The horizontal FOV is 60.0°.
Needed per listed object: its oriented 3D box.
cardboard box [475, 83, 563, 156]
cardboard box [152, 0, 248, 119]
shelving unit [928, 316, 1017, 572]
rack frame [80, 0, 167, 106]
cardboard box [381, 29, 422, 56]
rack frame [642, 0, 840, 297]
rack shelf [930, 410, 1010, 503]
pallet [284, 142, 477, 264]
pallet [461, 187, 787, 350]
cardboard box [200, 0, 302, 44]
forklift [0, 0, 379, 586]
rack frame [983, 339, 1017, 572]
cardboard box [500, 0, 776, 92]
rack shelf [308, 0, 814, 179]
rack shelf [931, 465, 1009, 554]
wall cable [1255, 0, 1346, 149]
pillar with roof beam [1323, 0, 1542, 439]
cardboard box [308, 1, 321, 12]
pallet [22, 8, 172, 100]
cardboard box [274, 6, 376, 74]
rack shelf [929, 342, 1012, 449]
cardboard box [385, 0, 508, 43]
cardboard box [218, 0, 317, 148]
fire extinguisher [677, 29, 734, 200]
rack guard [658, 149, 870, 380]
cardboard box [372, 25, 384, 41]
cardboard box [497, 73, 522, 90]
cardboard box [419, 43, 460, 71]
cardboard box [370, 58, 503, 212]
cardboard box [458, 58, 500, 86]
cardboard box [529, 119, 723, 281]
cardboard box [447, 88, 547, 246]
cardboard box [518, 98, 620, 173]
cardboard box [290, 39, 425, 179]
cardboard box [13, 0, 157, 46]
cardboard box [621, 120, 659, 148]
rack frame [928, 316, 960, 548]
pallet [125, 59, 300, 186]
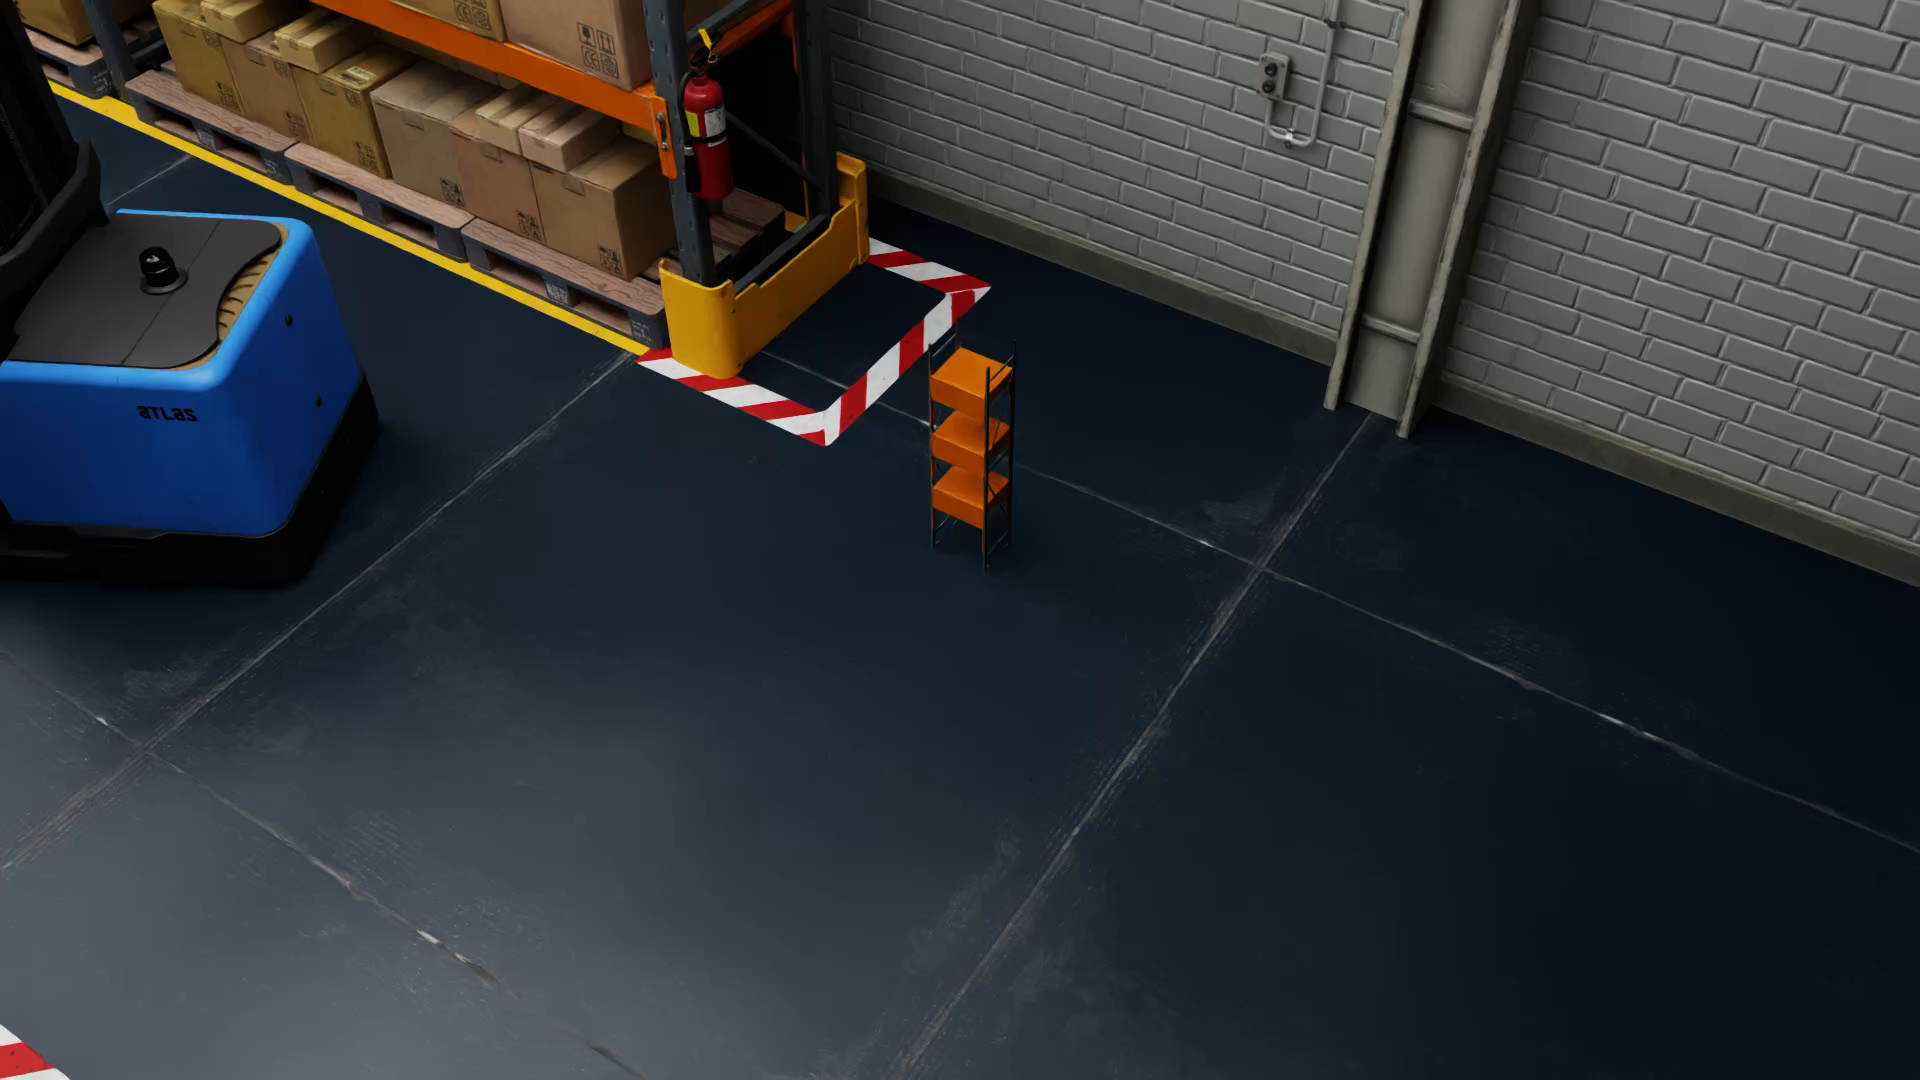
[{"bbox_3d":[-1.958,-1.923,7.525,0.250,0.149,0.380,26,51,23],"label":"cardboard box"},{"bbox_3d":[-3.686,-2.645,8.679,0.500,0.500,0.700,25,51,23],"label":"cardboard box"},{"bbox_3d":[0.045,-0.345,6.353,0.252,1.050,0.215,25,51,22],"label":"shelving unit"},{"bbox_3d":[-4.260,-3.721,8.275,0.127,3.000,1.000,25,51,22],"label":"rack frame"},{"bbox_3d":[-2.604,-2.545,8.129,0.250,0.149,0.380,24,50,21],"label":"cardboard box"},{"bbox_3d":[-0.893,-2.173,6.770,0.127,3.000,1.000,25,51,22],"label":"rack frame"},{"bbox_3d":[0.045,-0.338,6.361,0.240,0.259,0.215,25,51,22],"label":"rack shelf"},{"bbox_3d":[-2.631,-1.936,8.484,1.213,0.211,1.003,25,51,22],"label":"pallet"},{"bbox_3d":[-1.608,-1.463,8.025,1.213,0.211,1.003,25,51,22],"label":"pallet"},{"bbox_3d":[-3.496,-2.629,8.211,0.250,0.149,0.380,26,51,23],"label":"cardboard box"},{"bbox_3d":[-4.048,-1.276,5.946,3.031,2.935,1.130,4,46,3],"label":"forklift"},{"bbox_3d":[0.148,-0.298,6.307,0.008,1.050,0.200,25,51,22],"label":"rack frame"},{"bbox_3d":[-1.328,-2.469,6.848,0.700,0.700,0.980,27,52,24],"label":"cardboard box"},{"bbox_3d":[-2.577,-2.696,7.780,4.000,0.370,1.077,25,51,22],"label":"rack shelf"},{"bbox_3d":[0.045,-0.144,6.560,0.240,0.259,0.215,25,51,22],"label":"rack shelf"},{"bbox_3d":[0.695,-2.602,6.479,1.851,1.984,0.084,25,51,22],"label":"wall cable"},{"bbox_3d":[-0.478,-1.141,1.584,0.400,9.000,9.100,25,51,22],"label":"pillar with roof beam"},{"bbox_3d":[-3.034,-2.743,8.322,0.250,0.149,0.380,23,50,21],"label":"cardboard box"},{"bbox_3d":[-4.950,-3.003,9.521,1.213,0.211,1.003,25,51,22],"label":"pallet"},{"bbox_3d":[-3.057,-2.427,8.014,0.250,0.149,0.380,23,50,21],"label":"cardboard box"},{"bbox_3d":[0.045,-0.536,6.157,0.240,0.259,0.215,25,51,22],"label":"rack shelf"},{"bbox_3d":[-1.946,-2.744,7.115,0.700,0.700,0.980,24,51,22],"label":"cardboard box"},{"bbox_3d":[-3.265,-2.449,8.488,0.500,0.500,0.700,24,51,22],"label":"cardboard box"},{"bbox_3d":[-1.015,-1.679,6.604,0.183,0.674,0.296,25,51,22],"label":"fire extinguisher"},{"bbox_3d":[-0.873,-1.292,7.657,0.348,0.500,1.175,25,51,22],"label":"rack guard"},{"bbox_3d":[-2.822,-2.645,8.226,0.250,0.149,0.380,25,51,22],"label":"cardboard box"},{"bbox_3d":[-1.960,-2.250,7.843,0.250,0.149,0.380,25,51,22],"label":"cardboard box"},{"bbox_3d":[-2.391,-2.447,8.034,0.250,0.149,0.380,25,51,22],"label":"cardboard box"},{"bbox_3d":[-2.381,-2.047,8.097,0.500,0.500,0.700,23,50,21],"label":"cardboard box"},{"bbox_3d":[-2.175,-2.348,7.938,0.250,0.149,0.380,25,51,23],"label":"cardboard box"},{"bbox_3d":[-1.536,-1.659,7.720,0.500,0.500,0.700,25,51,22],"label":"cardboard box"},{"bbox_3d":[-1.958,-1.852,7.909,0.500,0.500,0.700,25,51,22],"label":"cardboard box"},{"bbox_3d":[-1.743,-1.824,7.429,0.250,0.149,0.380,24,51,22],"label":"cardboard box"},{"bbox_3d":[-2.834,-2.249,8.294,0.500,0.500,0.700,26,51,23],"label":"cardboard box"},{"bbox_3d":[-4.878,-3.292,9.063,0.750,0.750,0.750,25,51,23],"label":"cardboard box"},{"bbox_3d":[-1.323,-1.957,7.558,0.250,0.149,0.380,25,51,22],"label":"cardboard box"},{"bbox_3d":[-0.058,-0.392,6.399,0.008,1.050,0.200,25,51,22],"label":"rack frame"},{"bbox_3d":[-3.662,-2.408,8.943,1.213,0.211,1.003,25,51,22],"label":"pallet"}]
